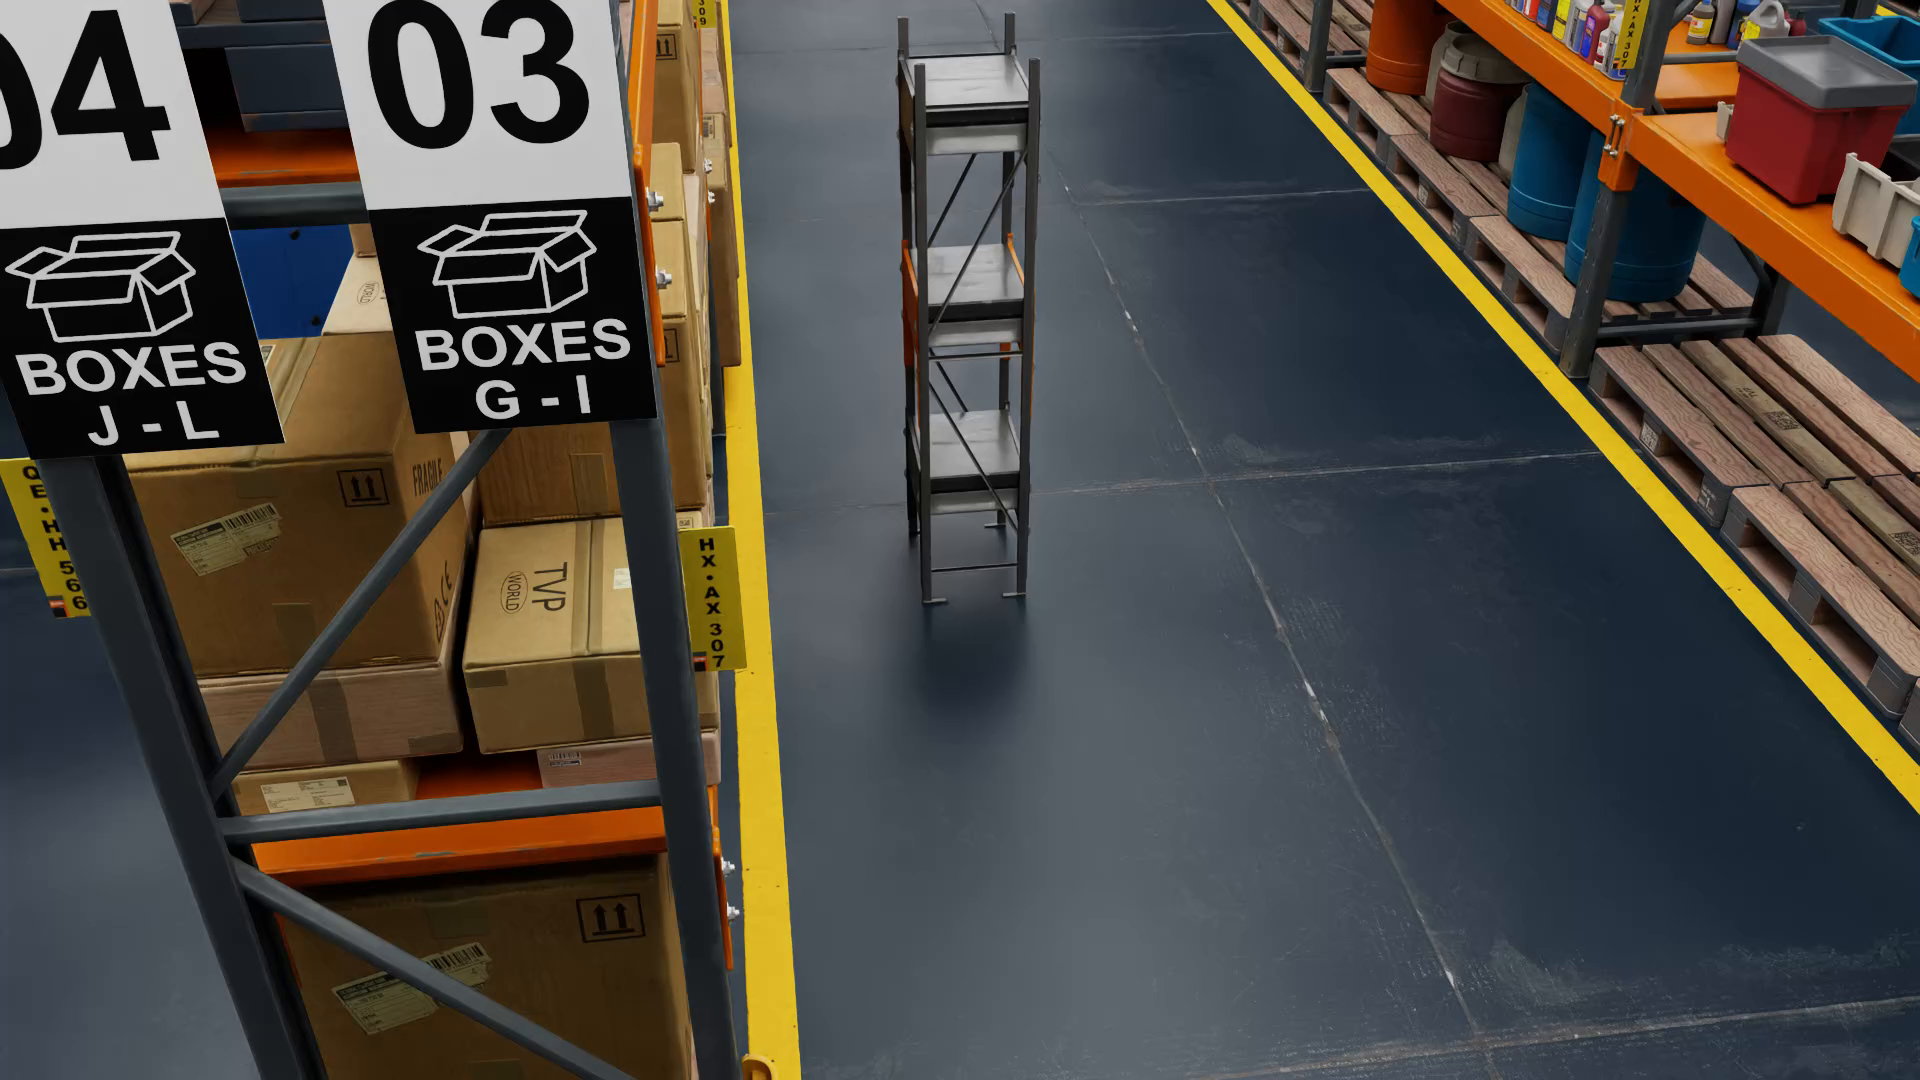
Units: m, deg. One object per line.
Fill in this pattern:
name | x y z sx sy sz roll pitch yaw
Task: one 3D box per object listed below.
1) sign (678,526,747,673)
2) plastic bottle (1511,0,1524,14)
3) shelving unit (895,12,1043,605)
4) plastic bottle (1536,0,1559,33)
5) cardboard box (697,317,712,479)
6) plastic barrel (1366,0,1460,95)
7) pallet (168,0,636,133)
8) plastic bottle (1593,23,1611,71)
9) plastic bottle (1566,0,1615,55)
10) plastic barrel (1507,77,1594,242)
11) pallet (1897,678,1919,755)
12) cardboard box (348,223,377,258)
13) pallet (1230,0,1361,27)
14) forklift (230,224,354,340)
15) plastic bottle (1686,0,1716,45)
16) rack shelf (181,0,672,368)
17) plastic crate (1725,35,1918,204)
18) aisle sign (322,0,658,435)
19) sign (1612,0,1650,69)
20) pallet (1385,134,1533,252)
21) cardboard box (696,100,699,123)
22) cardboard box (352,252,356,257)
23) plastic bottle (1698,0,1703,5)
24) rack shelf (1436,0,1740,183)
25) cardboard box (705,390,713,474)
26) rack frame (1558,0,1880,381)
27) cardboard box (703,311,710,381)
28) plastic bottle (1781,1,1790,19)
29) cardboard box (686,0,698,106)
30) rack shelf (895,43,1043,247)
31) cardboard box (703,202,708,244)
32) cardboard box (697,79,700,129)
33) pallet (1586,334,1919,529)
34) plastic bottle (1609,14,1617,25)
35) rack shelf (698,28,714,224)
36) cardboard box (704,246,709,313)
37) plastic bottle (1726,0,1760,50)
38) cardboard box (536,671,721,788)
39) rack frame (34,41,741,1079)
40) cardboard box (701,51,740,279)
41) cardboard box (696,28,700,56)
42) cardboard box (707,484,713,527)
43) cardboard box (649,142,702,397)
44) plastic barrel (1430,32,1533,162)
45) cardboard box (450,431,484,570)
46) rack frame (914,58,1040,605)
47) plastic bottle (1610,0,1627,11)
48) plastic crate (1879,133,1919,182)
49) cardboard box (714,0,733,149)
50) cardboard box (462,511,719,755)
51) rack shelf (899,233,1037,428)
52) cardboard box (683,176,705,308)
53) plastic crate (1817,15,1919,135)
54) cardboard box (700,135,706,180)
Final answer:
sign | -0.456 0.113 3.081 0.100 0.325 0.005 -4 35 -6
plastic bottle | 2.855 -2.769 8.260 0.152 0.276 0.135 -4 35 -6
shelving unit | 0.022 -0.775 6.023 0.431 2.100 0.503 -4 35 -6
plastic bottle | 2.890 -2.636 7.998 0.144 0.351 0.185 -4 35 -6
cardboard box | -0.944 -0.377 4.509 0.500 0.250 0.500 -5 35 -8
plastic barrel | 2.908 -3.302 10.486 0.600 0.830 0.708 -4 35 -6
pallet | -1.117 -1.074 3.077 1.003 0.211 1.213 -4 35 -6
plastic bottle | 2.947 -2.241 7.551 0.097 0.201 0.097 0 34 0
plastic bottle | 2.941 -2.413 7.737 0.152 0.276 0.135 -4 35 -6
plastic barrel | 3.212 -2.071 8.616 0.600 0.901 0.708 -4 35 -6
pallet | 3.829 0.856 5.306 1.003 0.211 1.213 -4 35 -6
cardboard box | -1.601 -1.209 5.063 0.500 0.500 0.500 -5 35 -8
pallet | 2.599 -4.259 12.813 1.003 0.211 1.213 -4 35 -6
forklift | -4.063 -2.236 7.429 3.031 2.935 1.130 23 40 30
plastic bottle | 3.508 -2.454 7.864 0.097 0.201 0.097 0 34 0
rack shelf | -1.276 -1.516 4.286 1.077 0.370 4.000 -4 35 -6
plastic crate | 3.235 -1.599 6.323 0.402 0.464 0.583 -4 35 -6
aisle sign | -0.700 -0.514 2.533 0.394 0.787 0.004 -4 35 -6
sign | 2.818 -2.139 6.979 0.100 0.325 0.005 -4 35 -6
pallet | 3.133 -2.029 9.539 1.003 0.211 1.213 -4 35 -6
cardboard box | -1.225 -1.524 6.192 0.500 0.250 0.500 -5 35 -7
cardboard box | -1.604 -0.902 5.279 0.500 0.250 0.500 -4 34 -5
plastic bottle | 3.628 -2.595 8.071 0.097 0.201 0.097 0 34 0
rack shelf | 3.094 -2.884 8.957 1.077 0.370 4.000 -4 35 -6
cardboard box | -0.903 -0.294 4.741 0.380 0.149 0.250 -5 35 -7
rack frame | 3.363 -2.065 7.116 1.000 3.000 0.127 -4 35 -6
cardboard box | -0.973 -0.581 5.163 0.380 0.149 0.250 -4 34 -6
plastic bottle | 3.719 -2.328 7.606 0.061 0.283 0.133 -4 35 -6
cardboard box | -1.218 -1.824 5.967 0.500 0.500 0.500 -3 34 -5
rack shelf | 0.022 -1.342 5.637 0.431 0.518 0.480 -4 35 -6
cardboard box | -1.110 -1.154 6.002 0.380 0.149 0.250 -5 35 -7
cardboard box | -1.359 -2.007 6.942 0.500 0.500 0.500 -4 35 -6
pallet | 3.501 -0.505 7.304 1.003 0.211 1.213 -4 35 -6
plastic bottle | 2.989 -2.320 7.667 0.097 0.201 0.097 0 34 0
rack shelf | -1.814 -2.509 8.406 1.077 0.370 4.000 -4 35 -6
cardboard box | -1.040 -0.866 5.581 0.380 0.149 0.250 -4 34 -5
plastic bottle | 3.672 -2.440 7.782 0.097 0.271 0.097 0 34 0
cardboard box | -0.728 0.423 3.689 0.380 0.149 0.250 -4 34 -6
rack frame | -1.007 0.542 3.291 1.000 3.000 0.127 -4 35 -6
cardboard box | -1.772 -1.840 8.300 1.225 0.875 0.875 -6 35 -8
cardboard box | -1.494 -2.567 7.764 0.500 0.500 0.500 -5 35 -7
cardboard box | -0.834 -0.008 4.322 0.380 0.149 0.250 -5 35 -7
cardboard box | -0.947 -0.684 4.294 0.500 0.500 0.500 -5 35 -8
plastic barrel | 3.060 -2.572 9.629 0.600 0.588 0.708 -4 35 -6
cardboard box | -1.403 -0.052 4.032 0.500 0.250 0.500 -5 35 -7
rack frame | 0.055 -0.639 5.823 0.400 2.100 0.015 -4 35 -6
plastic bottle | 3.058 -2.544 7.863 0.144 0.351 0.185 -4 35 -6
plastic crate | 3.780 -1.372 6.290 0.437 0.125 0.590 -4 35 -6
cardboard box | -2.011 -2.831 9.754 1.225 0.875 0.875 -6 35 -9
cardboard box | -0.804 0.193 3.672 0.500 0.250 0.500 -5 35 -8
rack shelf | 0.022 -0.764 6.031 0.431 0.518 0.480 -4 35 -6
cardboard box | -1.084 -0.951 5.351 0.500 0.250 0.500 -4 34 -5
plastic crate | 3.764 -1.848 6.760 0.392 0.384 0.575 -4 35 -6
cardboard box | -1.179 -1.441 6.423 0.380 0.149 0.250 -4 34 -6
